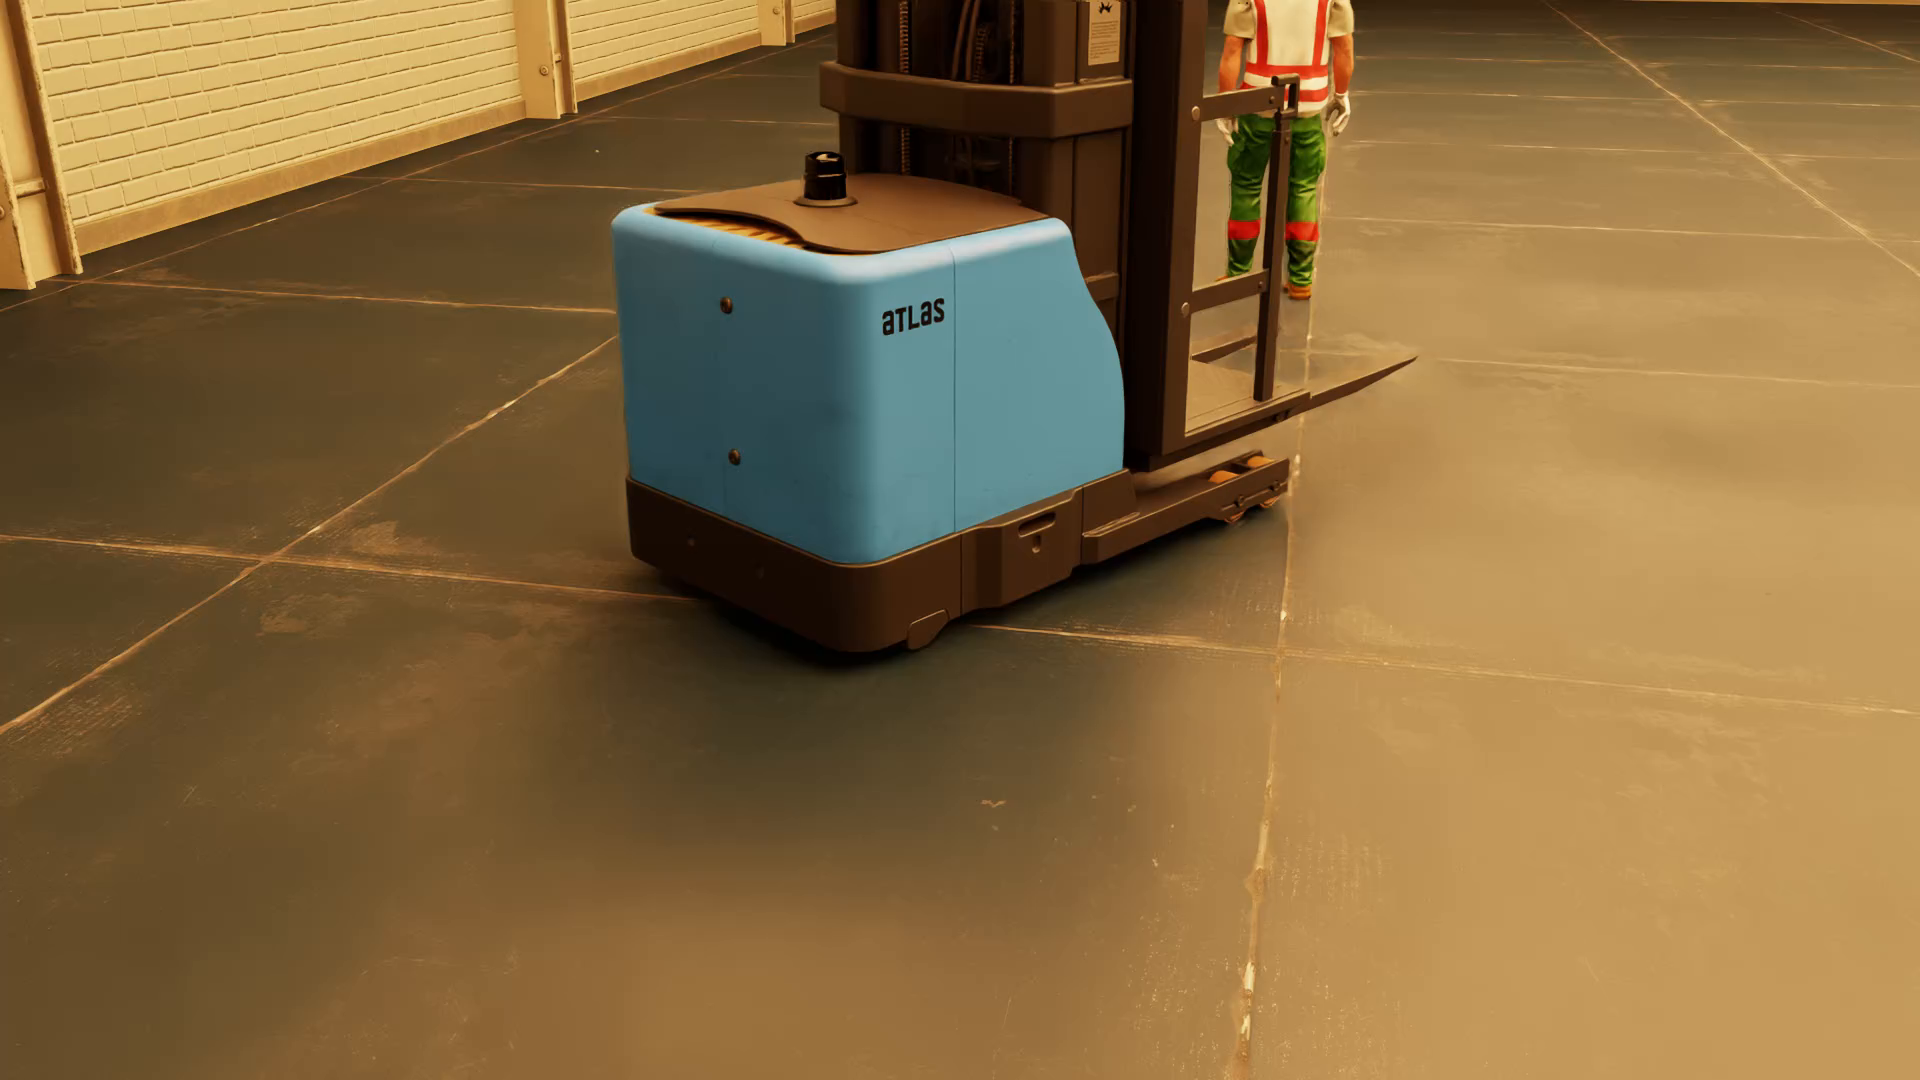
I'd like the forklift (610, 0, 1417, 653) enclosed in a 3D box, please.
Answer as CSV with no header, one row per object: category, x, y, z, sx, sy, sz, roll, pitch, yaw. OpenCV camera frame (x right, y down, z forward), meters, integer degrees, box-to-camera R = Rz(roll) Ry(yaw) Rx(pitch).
forklift,0.426,-1.531,5.021,1.130,2.935,3.031,20,30,41

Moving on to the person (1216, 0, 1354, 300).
person,1.509,-2.027,7.796,0.631,1.811,0.501,1,22,3
